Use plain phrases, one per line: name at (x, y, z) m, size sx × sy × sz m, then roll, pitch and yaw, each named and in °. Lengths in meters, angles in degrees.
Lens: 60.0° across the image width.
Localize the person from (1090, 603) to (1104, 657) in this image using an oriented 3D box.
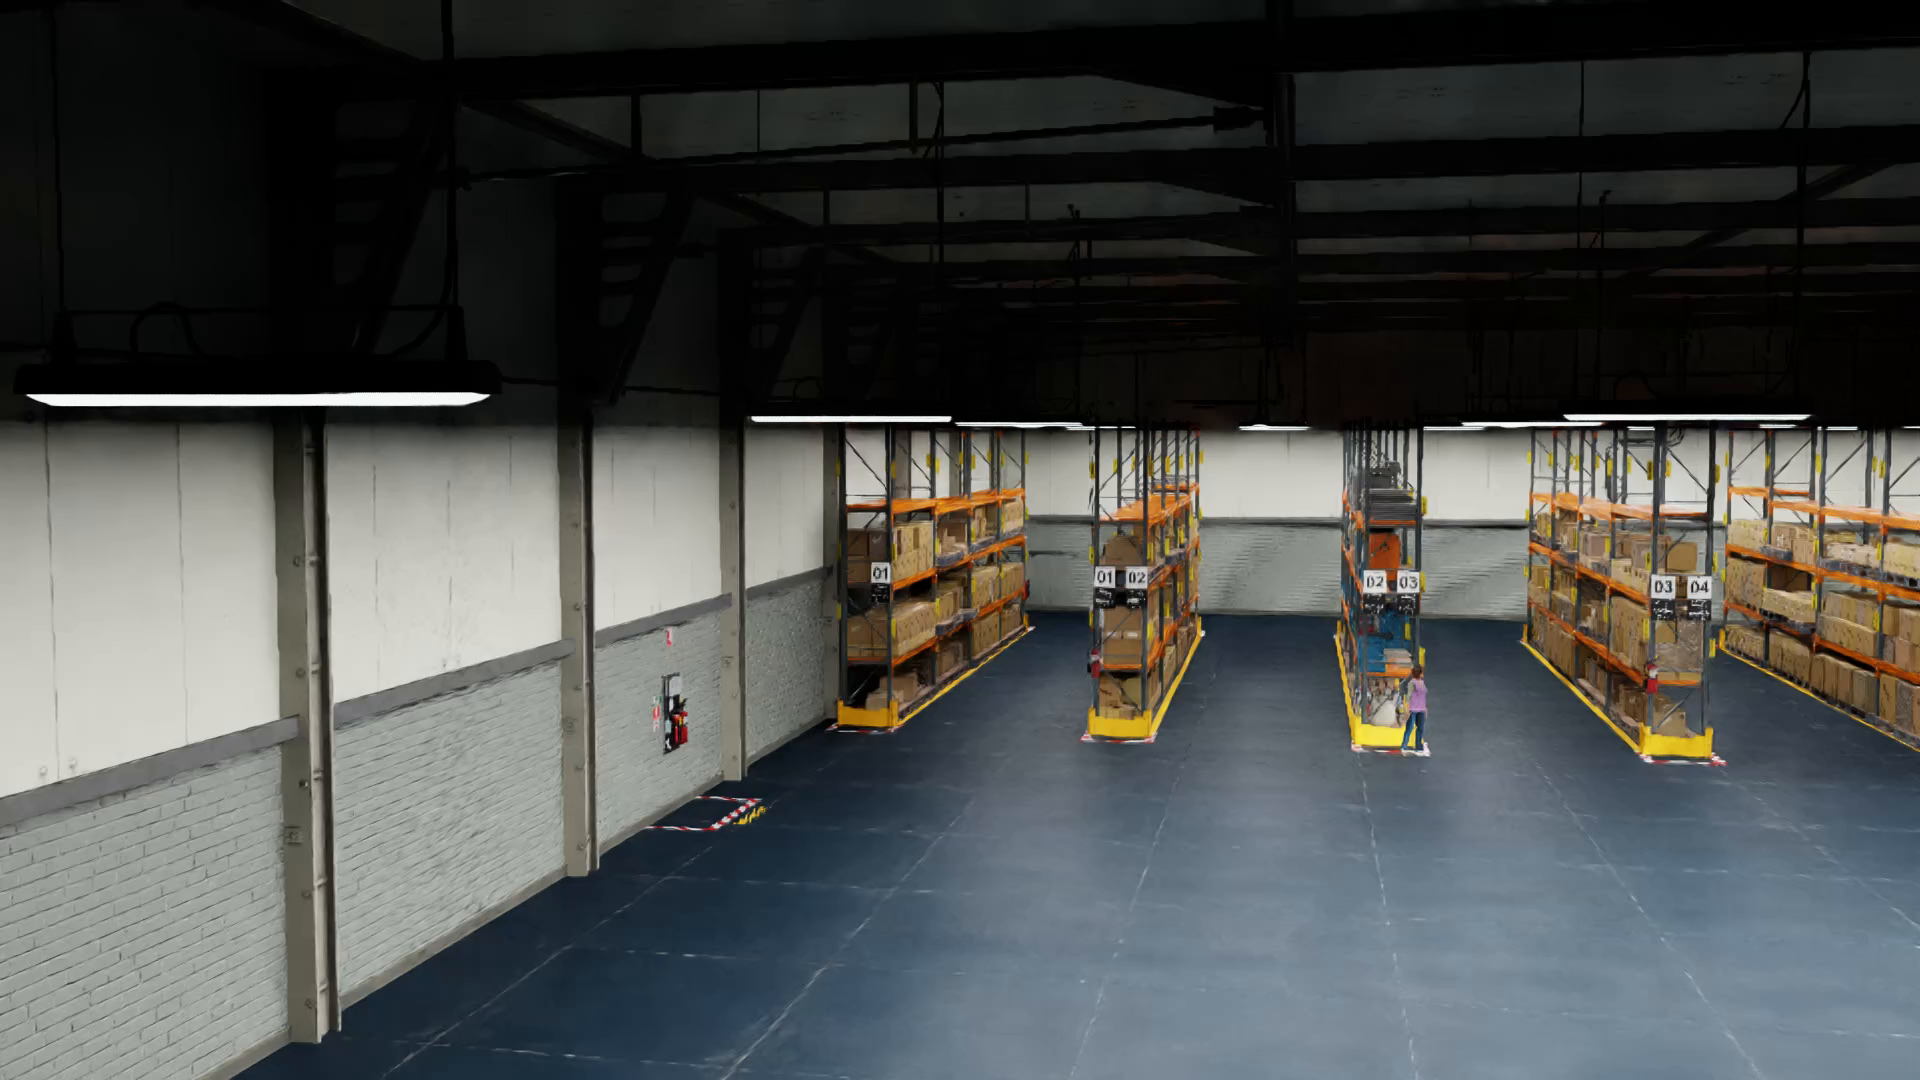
person at (3.539, 2.143, 41.991) m, size 0.577 × 1.691 × 1.121 m, roll 1°, pitch 4°, yaw 14°

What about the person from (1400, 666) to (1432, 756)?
person at (8.038, 3.021, 29.407) m, size 0.545 × 1.602 × 0.407 m, roll -3°, pitch 5°, yaw -38°
